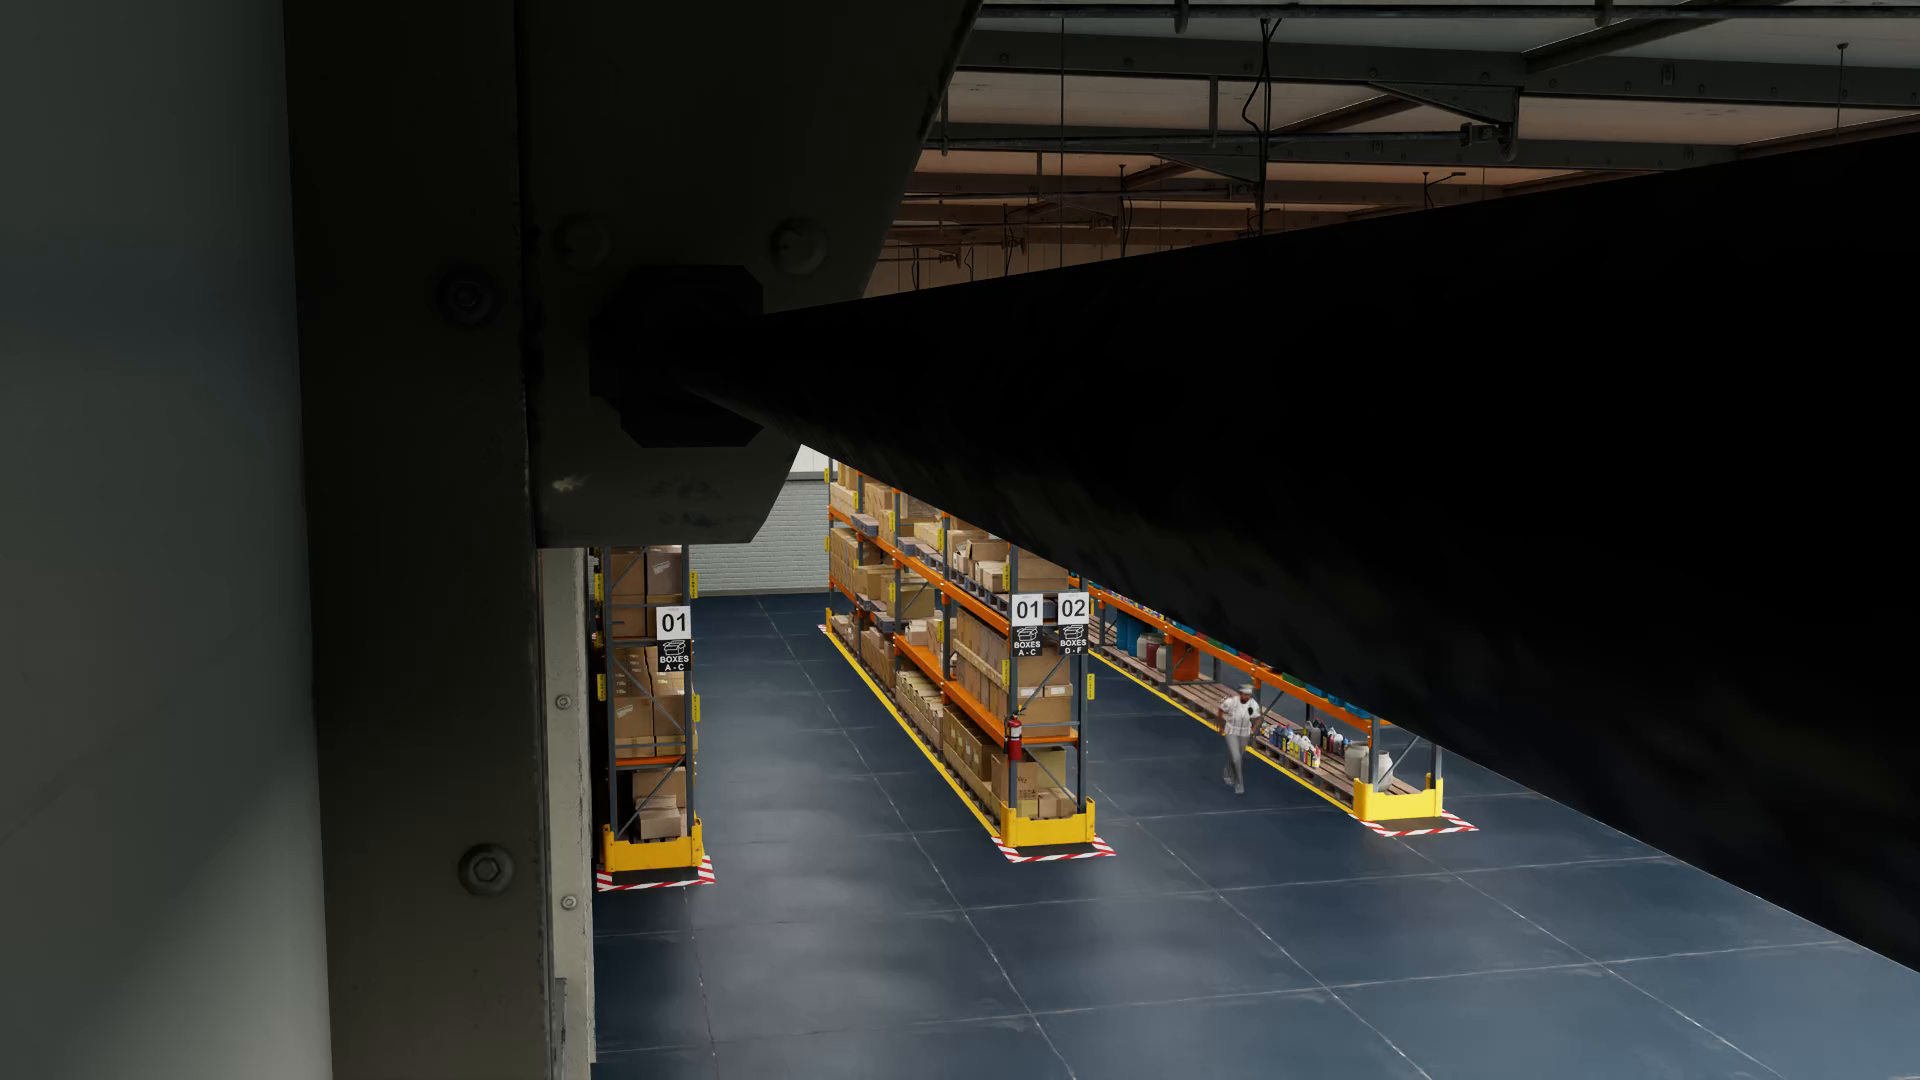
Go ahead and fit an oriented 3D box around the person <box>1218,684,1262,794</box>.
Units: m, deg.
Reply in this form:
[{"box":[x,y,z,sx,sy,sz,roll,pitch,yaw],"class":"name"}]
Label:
[{"box":[3.945,2.778,23.577,0.588,1.633,0.837,-1,7,-9],"class":"person"}]
